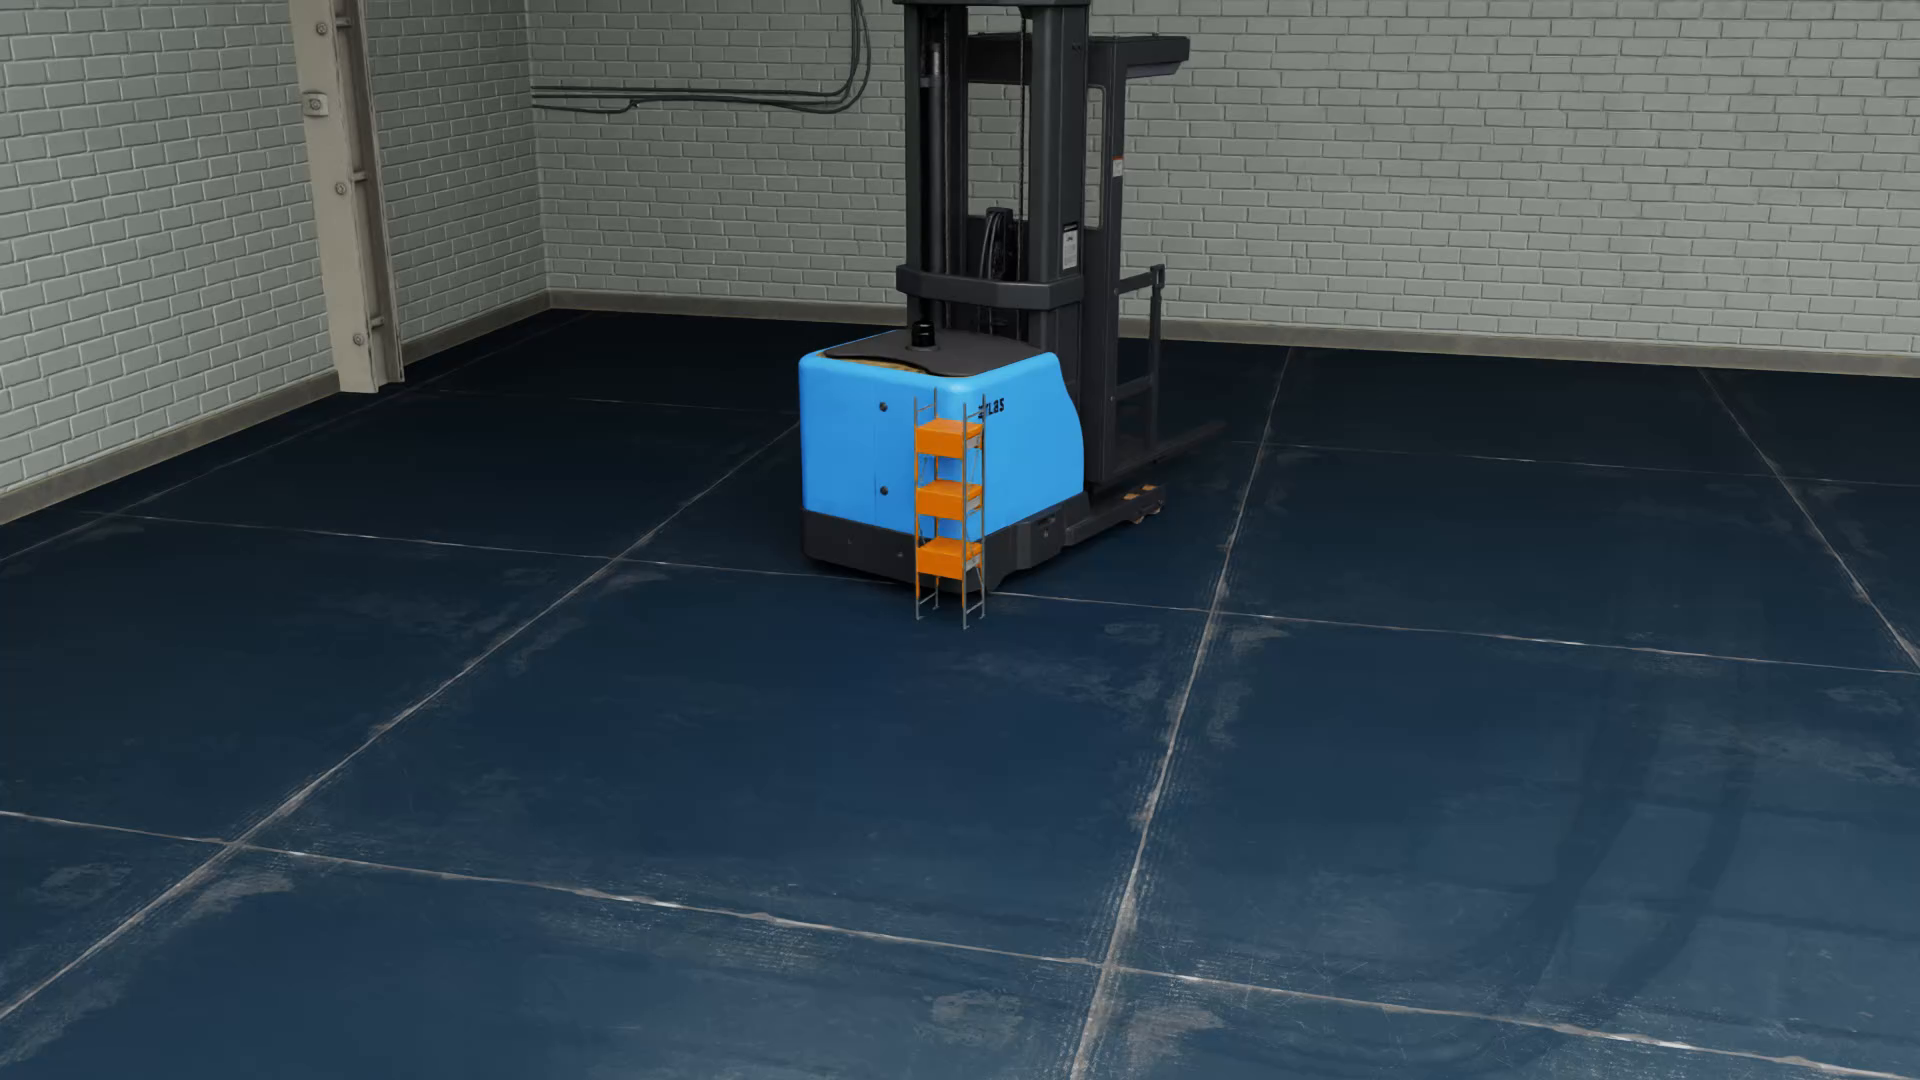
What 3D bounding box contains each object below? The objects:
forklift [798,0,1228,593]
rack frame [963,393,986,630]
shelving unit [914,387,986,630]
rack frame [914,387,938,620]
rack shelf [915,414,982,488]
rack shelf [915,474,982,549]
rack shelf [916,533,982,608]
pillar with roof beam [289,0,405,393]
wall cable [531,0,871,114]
[{"bbox_3d":[0.474,-1.553,8.701,1.130,2.935,3.031,13,23,33],"label":"forklift"},{"bbox_3d":[0.063,-0.121,7.416,0.008,1.050,0.200,10,21,26],"label":"rack frame"},{"bbox_3d":[-0.045,-0.139,7.470,0.252,1.050,0.215,10,21,26],"label":"shelving unit"},{"bbox_3d":[-0.153,-0.157,7.524,0.008,1.050,0.200,10,21,26],"label":"rack frame"},{"bbox_3d":[-0.045,-0.397,7.382,0.240,0.259,0.215,10,21,26],"label":"rack shelf"},{"bbox_3d":[-0.045,-0.129,7.473,0.240,0.259,0.215,10,21,26],"label":"rack shelf"},{"bbox_3d":[-0.045,0.134,7.563,0.240,0.259,0.215,10,21,26],"label":"rack shelf"},{"bbox_3d":[-0.048,-5.025,9.478,9.100,9.000,0.400,5,19,13],"label":"pillar with roof beam"},{"bbox_3d":[-2.221,-4.715,13.373,3.097,2.526,0.112,5,19,13],"label":"wall cable"}]
